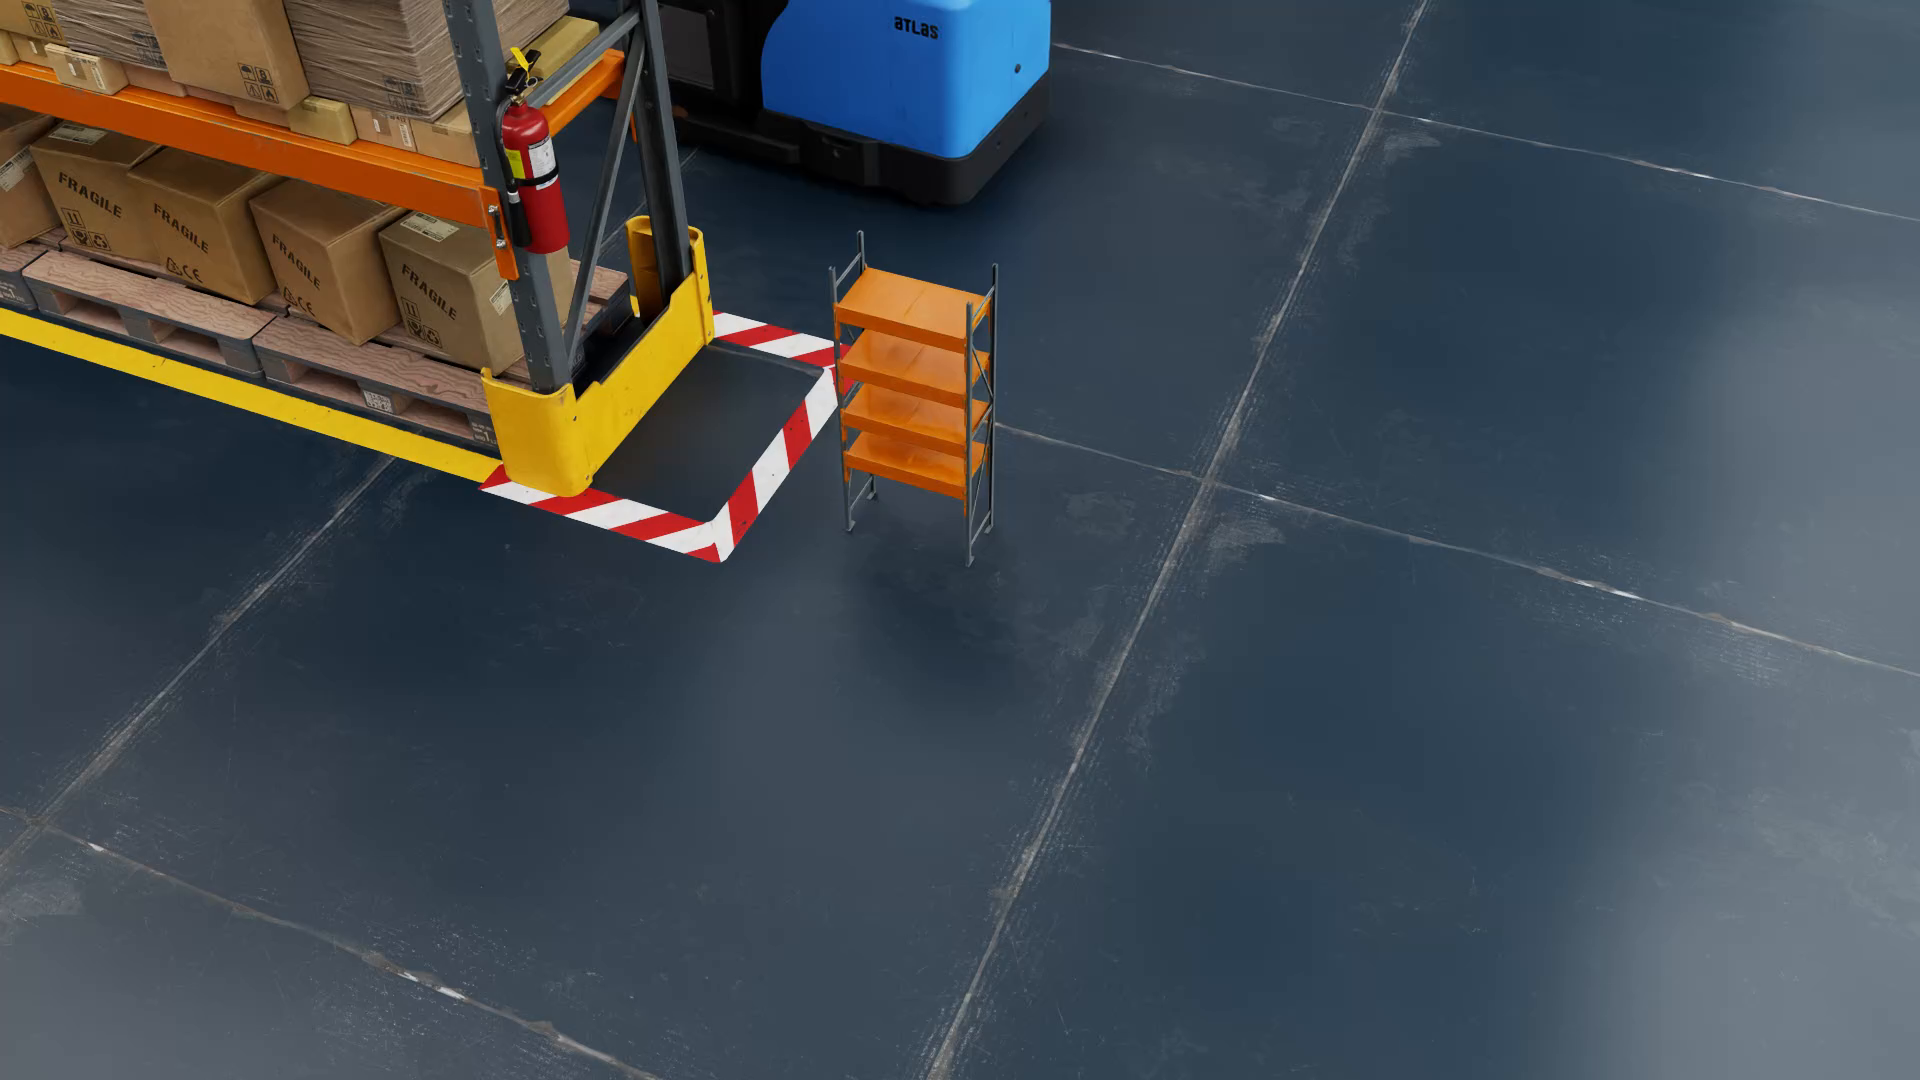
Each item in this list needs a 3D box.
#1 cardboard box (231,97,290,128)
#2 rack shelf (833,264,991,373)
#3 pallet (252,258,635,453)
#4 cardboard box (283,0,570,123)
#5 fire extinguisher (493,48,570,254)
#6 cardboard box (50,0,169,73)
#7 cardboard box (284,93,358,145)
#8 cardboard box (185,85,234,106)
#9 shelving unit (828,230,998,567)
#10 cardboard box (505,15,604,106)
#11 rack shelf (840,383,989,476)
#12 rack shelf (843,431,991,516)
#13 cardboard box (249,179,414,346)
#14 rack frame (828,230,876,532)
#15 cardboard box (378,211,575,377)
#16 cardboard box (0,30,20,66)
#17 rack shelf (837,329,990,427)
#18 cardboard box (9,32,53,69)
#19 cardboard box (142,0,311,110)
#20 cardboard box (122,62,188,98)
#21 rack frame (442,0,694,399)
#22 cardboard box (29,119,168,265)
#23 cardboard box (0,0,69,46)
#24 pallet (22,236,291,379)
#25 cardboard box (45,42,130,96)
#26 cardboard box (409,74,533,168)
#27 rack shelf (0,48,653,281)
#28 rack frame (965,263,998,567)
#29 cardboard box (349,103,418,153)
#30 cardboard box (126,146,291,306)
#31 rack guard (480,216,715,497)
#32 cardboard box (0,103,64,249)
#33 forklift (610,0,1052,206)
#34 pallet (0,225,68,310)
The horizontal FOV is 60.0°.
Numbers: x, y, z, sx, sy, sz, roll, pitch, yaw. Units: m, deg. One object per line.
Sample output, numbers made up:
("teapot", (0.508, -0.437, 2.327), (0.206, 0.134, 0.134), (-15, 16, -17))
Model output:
("cardboard box", (-2.393, -1.654, 5.964), (0.250, 0.149, 0.380), (16, 47, 16))
("rack shelf", (-0.153, -0.749, 5.595), (0.480, 0.148, 0.258), (16, 47, 16))
("pallet", (-2.151, -0.896, 7.000), (1.213, 0.211, 1.003), (16, 47, 16))
("cardboard box", (-1.841, -1.928, 5.779), (0.500, 0.500, 0.875), (16, 47, 16))
("fire extinguisher", (-1.416, -1.261, 5.446), (0.183, 0.674, 0.296), (16, 47, 16))
("cardboard box", (-2.794, -2.149, 6.002), (0.500, 0.500, 0.875), (16, 47, 16))
("cardboard box", (-2.168, -1.576, 5.886), (0.250, 0.149, 0.380), (16, 47, 16))
("cardboard box", (-2.607, -1.749, 6.059), (0.250, 0.149, 0.380), (16, 47, 16))
("shelving unit", (-0.153, -0.470, 5.872), (0.503, 1.200, 0.258), (16, 47, 16))
("cardboard box", (-1.516, -1.763, 6.074), (0.250, 0.149, 0.380), (16, 47, 16))
("rack shelf", (-0.153, -0.423, 5.919), (0.480, 0.148, 0.258), (16, 47, 16))
("rack shelf", (-0.153, -0.282, 6.059), (0.480, 0.148, 0.258), (16, 47, 16))
("cardboard box", (-2.479, -1.203, 6.807), (0.500, 0.500, 0.500), (29, 52, 26))
("rack frame", (-0.378, -0.537, 5.939), (0.015, 1.200, 0.240), (16, 47, 16))
("cardboard box", (-1.914, -1.063, 6.666), (0.500, 0.500, 0.500), (25, 50, 23))
("cardboard box", (-3.564, -1.964, 6.275), (0.250, 0.149, 0.380), (16, 47, 16))
("rack shelf", (-0.153, -0.581, 5.762), (0.480, 0.148, 0.258), (16, 47, 16))
("cardboard box", (-3.316, -1.926, 6.237), (0.250, 0.149, 0.380), (16, 47, 16))
("cardboard box", (-2.349, -1.986, 5.837), (0.500, 0.500, 0.875), (16, 47, 16))
("cardboard box", (-2.847, -1.803, 6.113), (0.250, 0.149, 0.380), (16, 47, 16))
("rack frame", (-1.344, -1.620, 5.751), (0.127, 3.000, 1.000), (16, 47, 16))
("cardboard box", (-3.548, -1.566, 7.172), (0.500, 0.500, 0.500), (13, 46, 12))
("cardboard box", (-3.251, -2.293, 6.146), (0.500, 0.500, 0.875), (16, 47, 16))
("pallet", (-3.273, -1.228, 7.334), (1.213, 0.211, 1.003), (16, 47, 16))
("cardboard box", (-3.112, -1.813, 6.123), (0.250, 0.149, 0.380), (16, 47, 16))
("cardboard box", (-1.687, -1.474, 5.783), (0.250, 0.149, 0.380), (16, 47, 16))
("rack shelf", (-3.190, -1.908, 6.551), (4.000, 0.370, 1.077), (16, 47, 16))
("rack frame", (0.072, -0.404, 5.805), (0.015, 1.200, 0.240), (16, 47, 16))
("cardboard box", (-1.917, -1.542, 5.851), (0.250, 0.149, 0.380), (16, 47, 16))
("cardboard box", (-3.050, -1.385, 6.990), (0.500, 0.500, 0.500), (21, 48, 19))
("rack guard", (-1.415, -0.754, 6.654), (0.348, 0.500, 1.175), (16, 47, 16))
("cardboard box", (-4.151, -1.684, 7.290), (0.500, 0.500, 0.500), (32, 53, 28))
("forklift", (-1.103, -3.325, 7.514), (3.031, 2.935, 1.130), (20, 48, 19))
("pallet", (-4.403, -1.558, 7.666), (1.213, 0.211, 1.003), (16, 47, 16))
